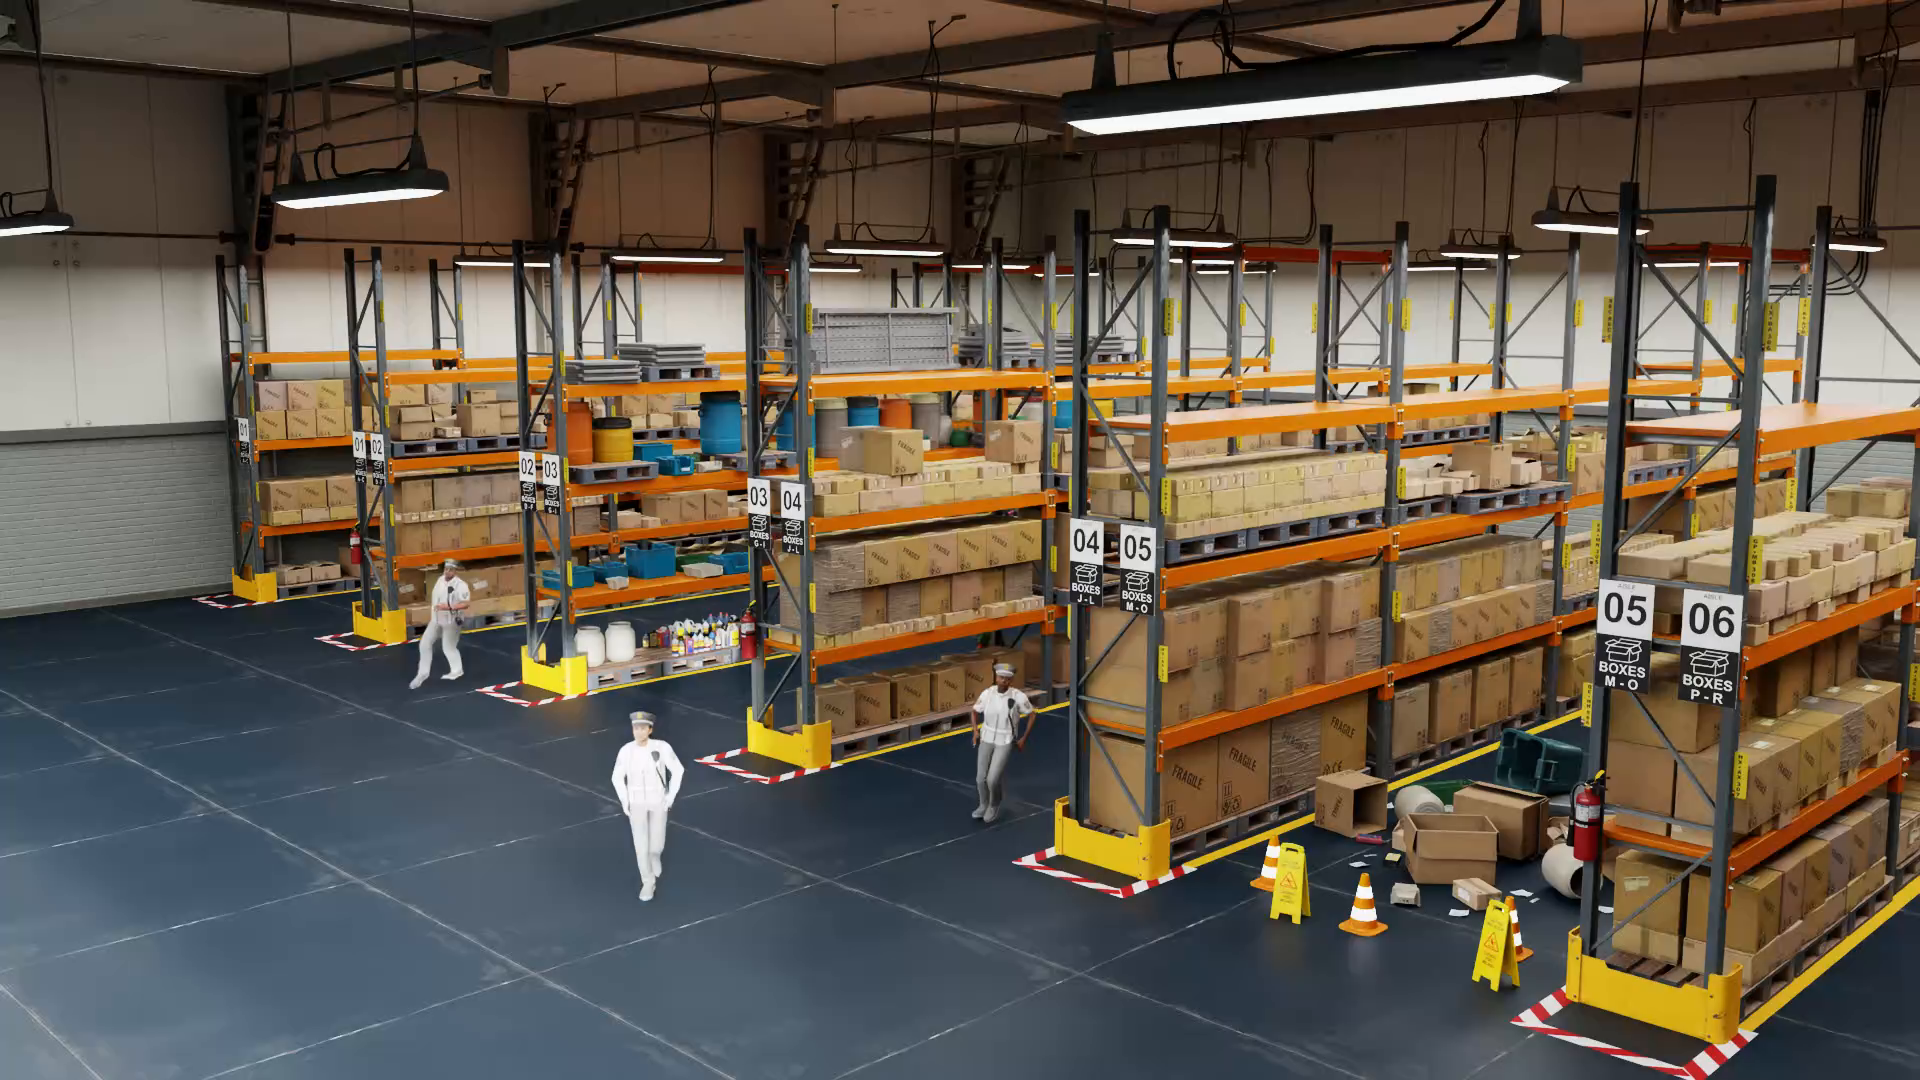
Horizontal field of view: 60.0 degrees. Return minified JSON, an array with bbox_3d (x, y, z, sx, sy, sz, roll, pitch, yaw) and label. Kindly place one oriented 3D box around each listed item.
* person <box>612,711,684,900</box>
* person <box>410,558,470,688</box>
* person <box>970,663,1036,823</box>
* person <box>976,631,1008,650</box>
[{"bbox_3d":[-2.740,2.302,14.579,0.619,1.667,0.488,-1,8,-4],"label":"person"},{"bbox_3d":[-6.999,1.113,22.624,0.748,1.769,0.763,3,9,23],"label":"person"},{"bbox_3d":[0.392,2.018,16.545,0.638,1.642,0.594,3,9,21],"label":"person"},{"bbox_3d":[0.379,0.888,23.137,0.661,1.767,1.016,6,10,37],"label":"person"}]
